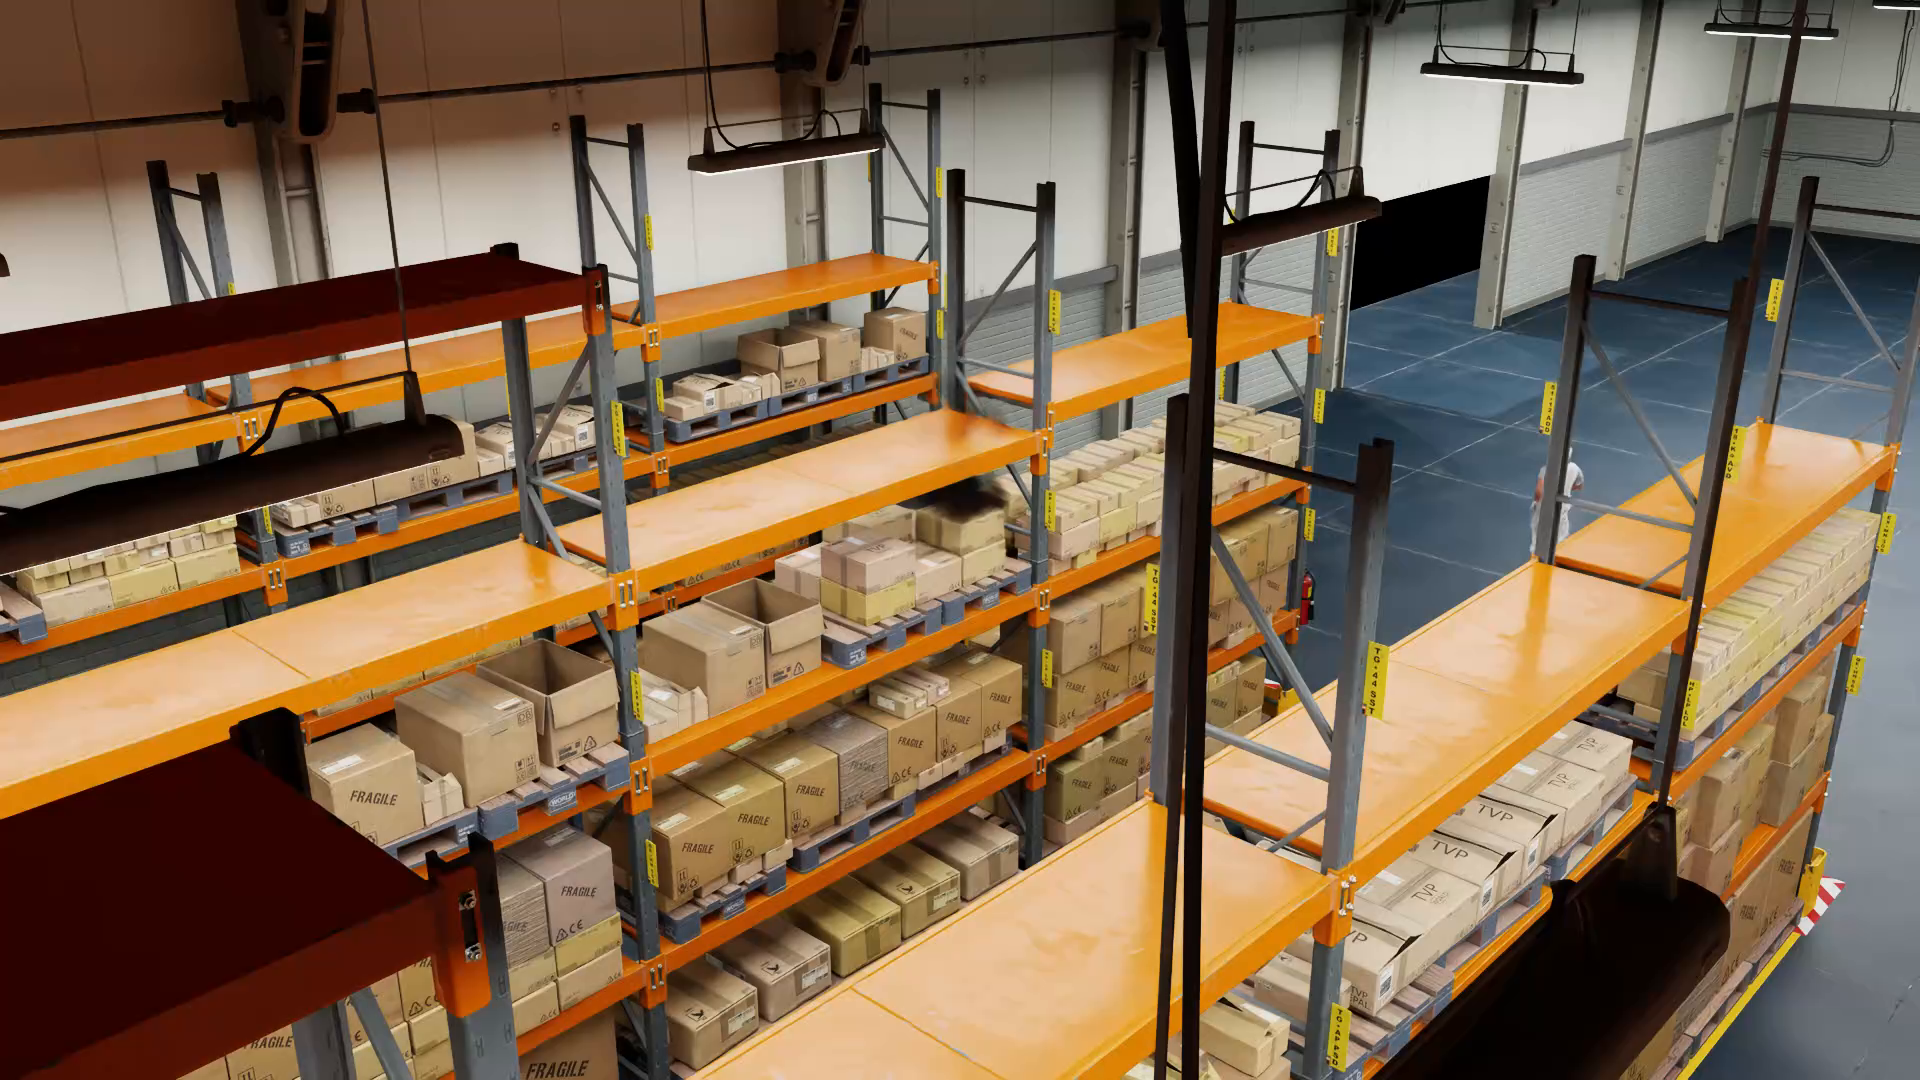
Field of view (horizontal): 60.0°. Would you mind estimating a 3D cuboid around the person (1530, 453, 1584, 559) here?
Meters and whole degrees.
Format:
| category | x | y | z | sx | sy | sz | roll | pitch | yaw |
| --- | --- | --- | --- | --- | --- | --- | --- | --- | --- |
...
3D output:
| category | x | y | z | sx | sy | sz | roll | pitch | yaw |
| --- | --- | --- | --- | --- | --- | --- | --- | --- | --- |
| person | 7.280 | -0.330 | 20.366 | 0.662 | 1.846 | 0.836 | 1 | 21 | 2 |
